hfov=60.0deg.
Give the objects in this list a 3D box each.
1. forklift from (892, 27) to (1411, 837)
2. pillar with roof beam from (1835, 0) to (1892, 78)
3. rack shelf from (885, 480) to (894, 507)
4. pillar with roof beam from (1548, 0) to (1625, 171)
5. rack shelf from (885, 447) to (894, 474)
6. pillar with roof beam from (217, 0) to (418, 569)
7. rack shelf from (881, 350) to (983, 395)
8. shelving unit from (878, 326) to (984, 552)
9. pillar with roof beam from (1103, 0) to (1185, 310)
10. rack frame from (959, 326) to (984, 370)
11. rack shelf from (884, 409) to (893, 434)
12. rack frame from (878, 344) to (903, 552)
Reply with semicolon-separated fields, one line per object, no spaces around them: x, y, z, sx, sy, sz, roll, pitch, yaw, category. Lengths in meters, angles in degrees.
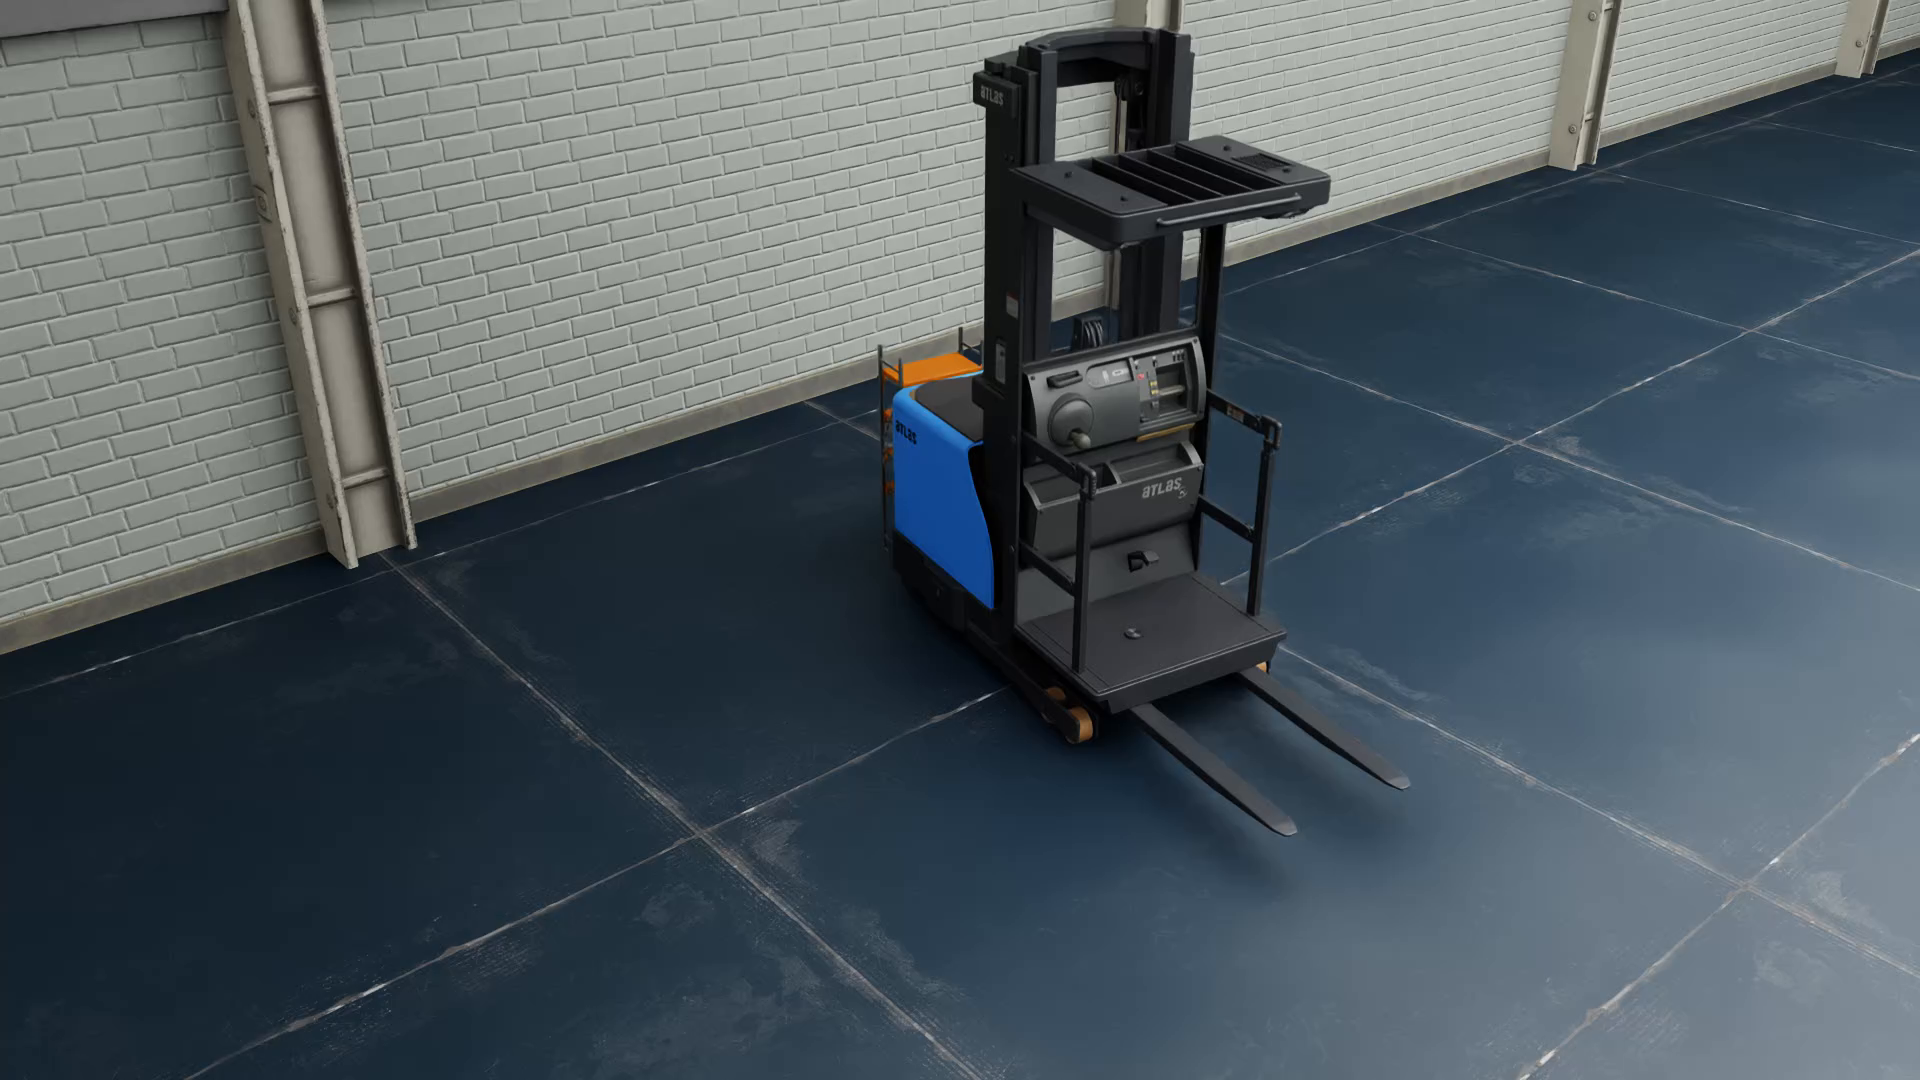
0.819;-0.619;7.299;1.130;2.935;3.031;-15;32;-26;forklift
13.245;-7.890;14.466;0.400;9.000;9.100;-22;35;-35;pillar with roof beam
-0.148;-0.261;9.030;0.480;0.148;0.258;-16;32;-27;rack shelf
8.681;-6.054;11.031;0.400;9.000;9.100;-22;35;-35;pillar with roof beam
-0.148;-0.436;8.936;0.480;0.148;0.258;-16;32;-27;rack shelf
-0.448;-2.383;4.162;0.400;9.000;9.100;-22;35;-35;pillar with roof beam
-0.148;-0.842;8.719;0.480;0.148;0.258;-16;32;-27;rack shelf
-0.148;-0.496;8.904;0.503;1.200;0.258;-16;32;-27;shelving unit
4.116;-4.219;7.597;0.400;9.000;9.100;-22;35;-35;pillar with roof beam
0.061;-0.555;9.015;0.015;1.200;0.240;-16;32;-27;rack frame
-0.148;-0.634;8.831;0.480;0.148;0.258;-16;32;-27;rack shelf
-0.358;-0.436;8.793;0.015;1.200;0.240;-16;32;-27;rack frame
